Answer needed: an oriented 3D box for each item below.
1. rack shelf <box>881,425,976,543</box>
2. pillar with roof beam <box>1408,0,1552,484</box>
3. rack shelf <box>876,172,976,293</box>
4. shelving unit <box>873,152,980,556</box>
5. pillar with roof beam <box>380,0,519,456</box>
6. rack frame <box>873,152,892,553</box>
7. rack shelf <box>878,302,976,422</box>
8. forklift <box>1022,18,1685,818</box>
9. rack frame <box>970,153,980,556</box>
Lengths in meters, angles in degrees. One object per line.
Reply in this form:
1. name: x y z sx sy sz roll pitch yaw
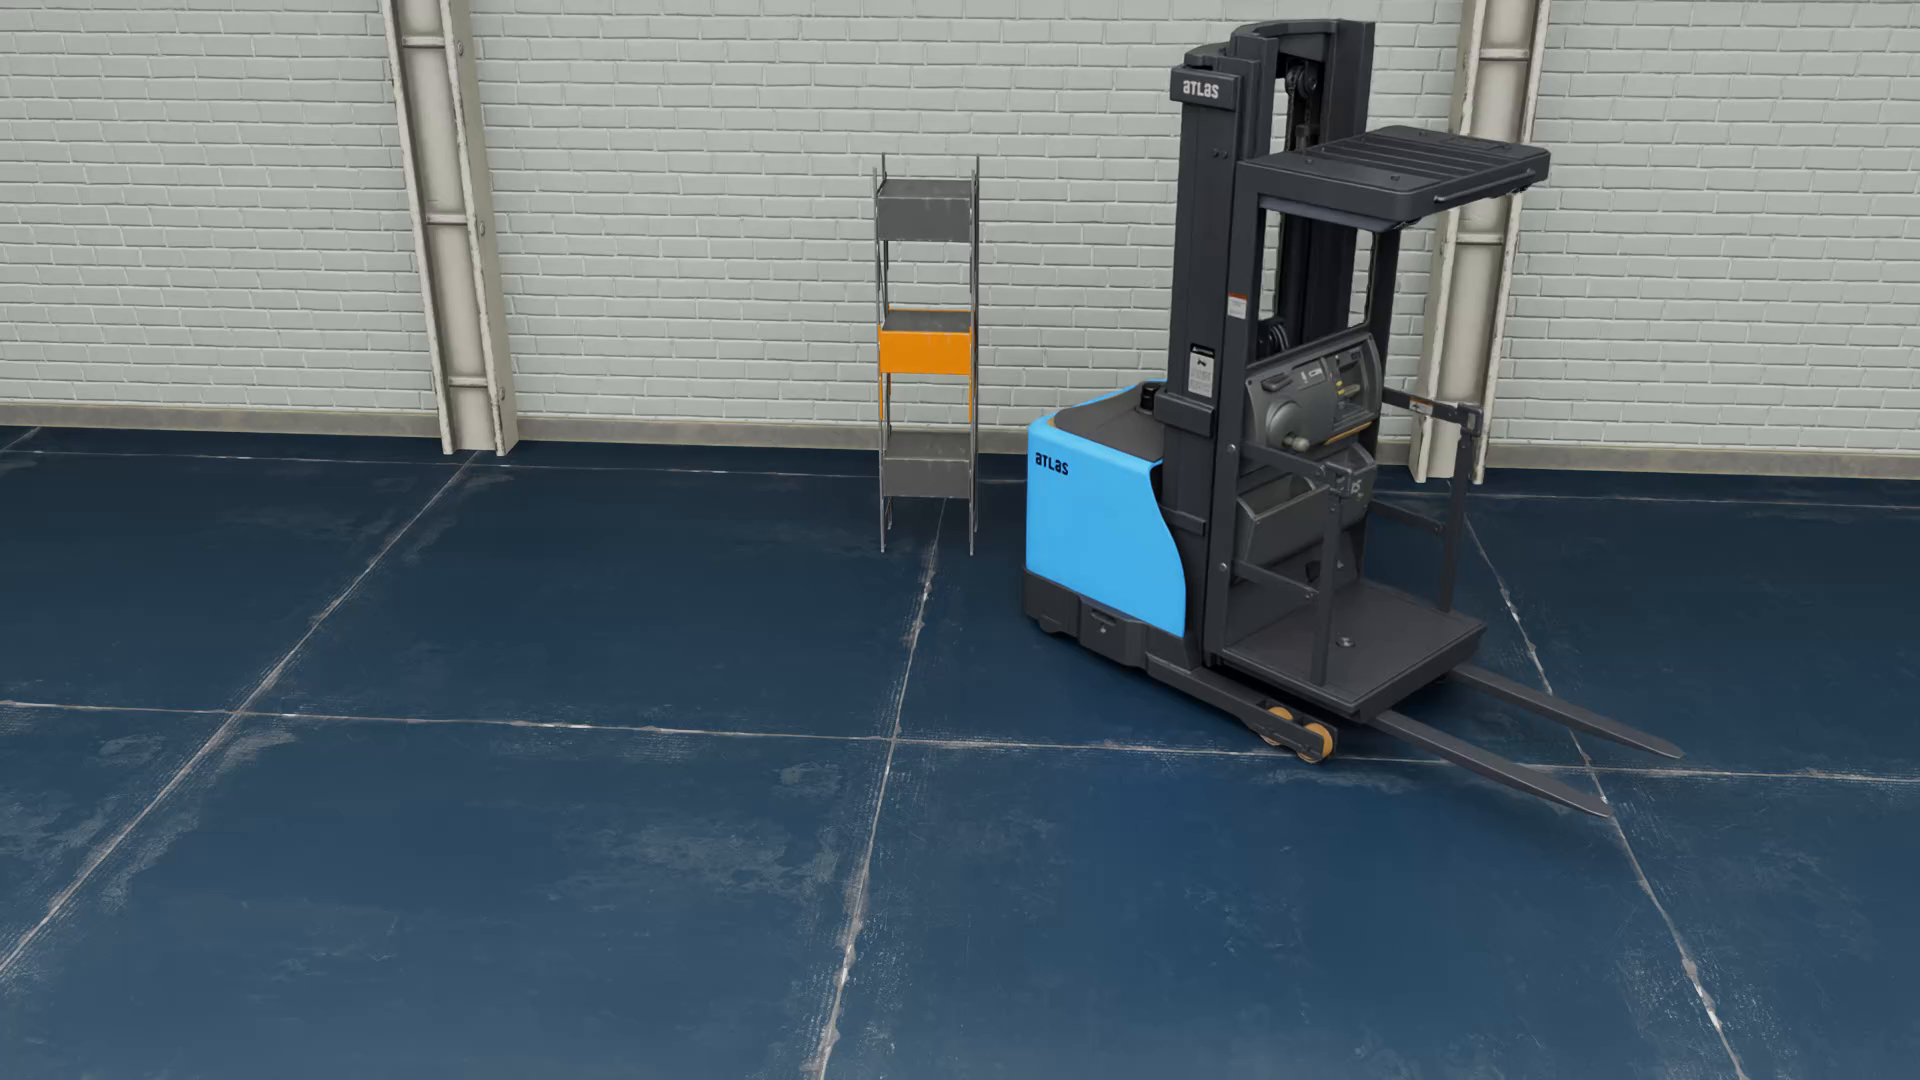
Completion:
1. rack shelf: -0.165 -0.311 9.121 0.480 0.518 0.431 2 25 4
2. pillar with roof beam: 2.622 -2.699 4.350 0.400 9.000 9.100 2 25 4
3. rack shelf: -0.165 -1.583 8.536 0.480 0.518 0.431 2 25 4
4. shelving unit: -0.165 -0.959 8.823 0.503 2.100 0.431 2 25 4
5. pillar with roof beam: -3.360 -2.891 4.767 0.400 9.000 9.100 2 25 4
6. rack frame: -0.408 -0.967 8.840 0.015 2.100 0.400 2 25 4
7. rack shelf: -0.165 -0.947 8.828 0.480 0.518 0.431 2 25 4
8. forklift: 1.689 -0.615 7.081 1.130 2.935 3.031 -22 32 -39
9. rack frame: 0.078 -0.951 8.806 0.015 2.100 0.400 2 25 4
